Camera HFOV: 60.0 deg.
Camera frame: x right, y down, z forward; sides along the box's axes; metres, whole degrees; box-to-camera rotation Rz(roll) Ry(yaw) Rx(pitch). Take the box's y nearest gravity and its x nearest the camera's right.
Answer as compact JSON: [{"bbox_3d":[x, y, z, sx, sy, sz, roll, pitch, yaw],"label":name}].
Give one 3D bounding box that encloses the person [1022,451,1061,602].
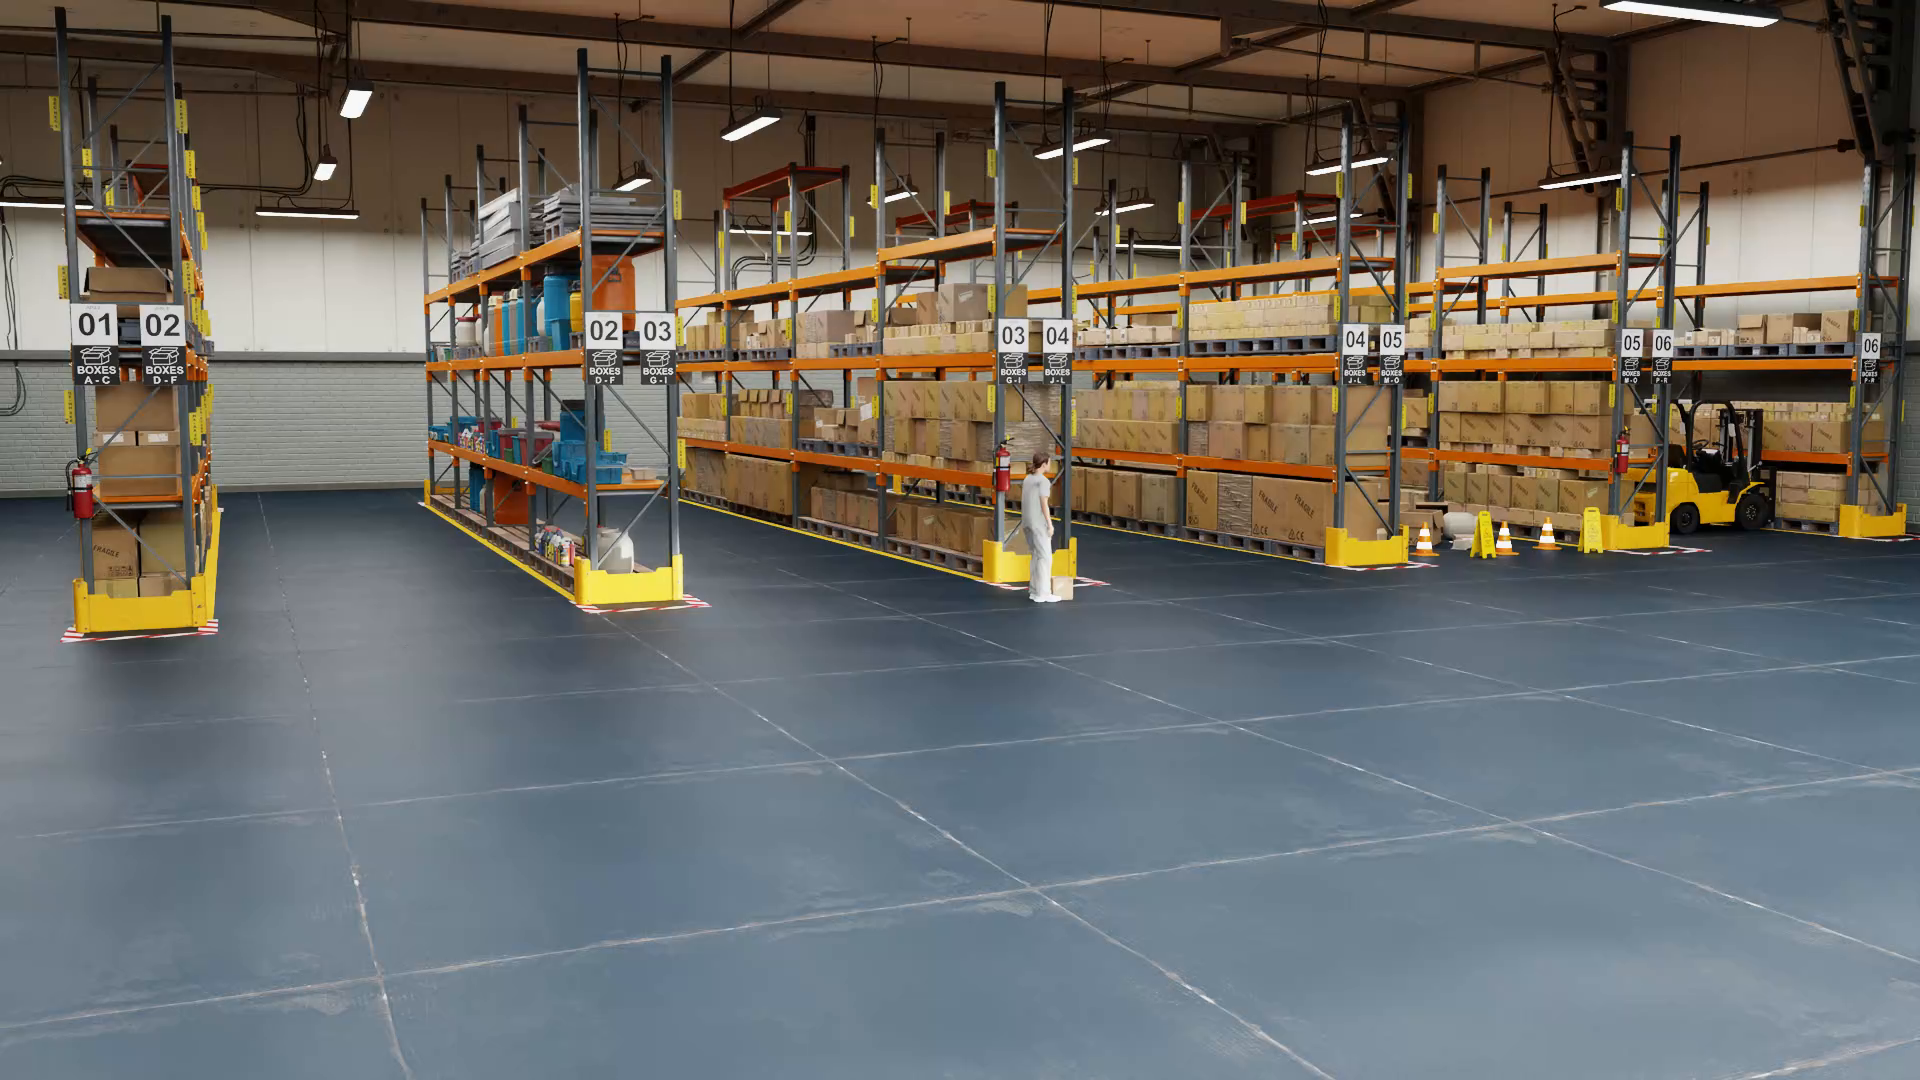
[{"bbox_3d":[0.905,-0.158,18.615,0.407,1.673,0.485,-2,6,-23],"label":"person"}]
